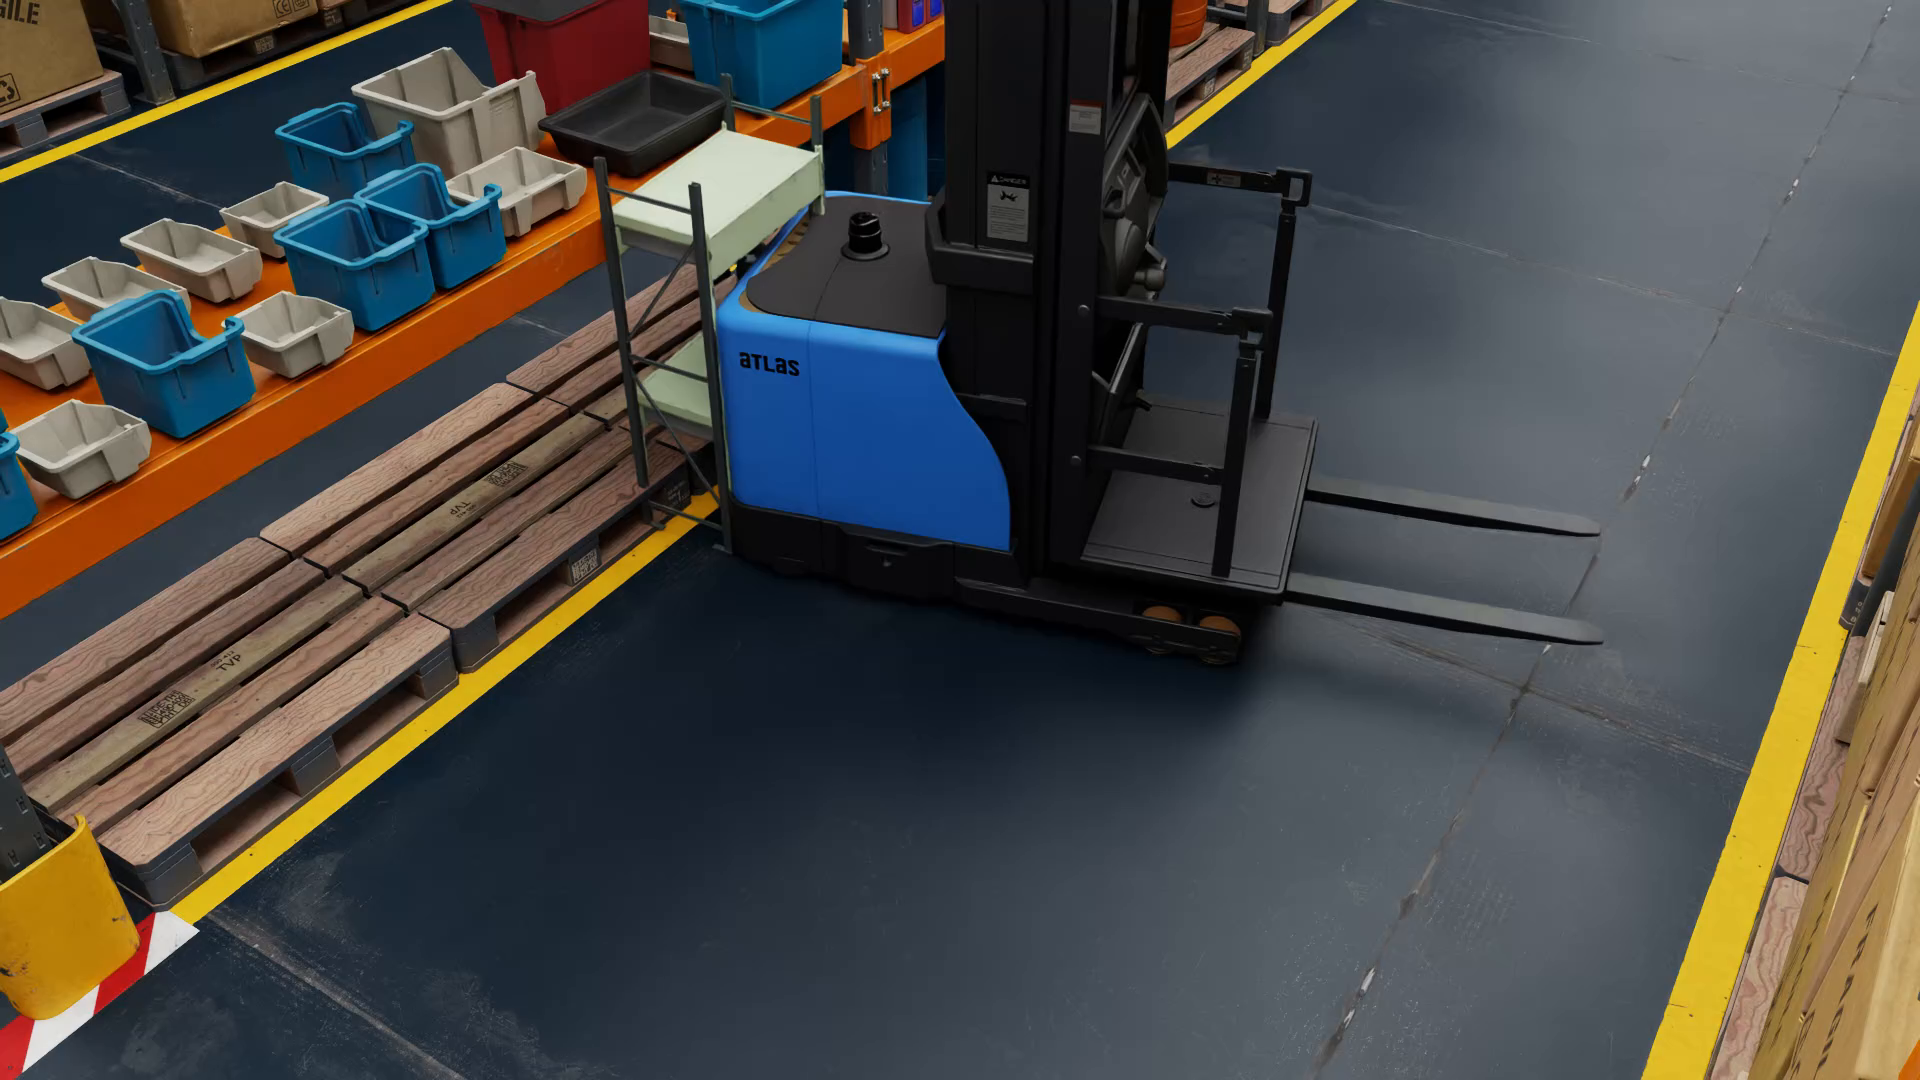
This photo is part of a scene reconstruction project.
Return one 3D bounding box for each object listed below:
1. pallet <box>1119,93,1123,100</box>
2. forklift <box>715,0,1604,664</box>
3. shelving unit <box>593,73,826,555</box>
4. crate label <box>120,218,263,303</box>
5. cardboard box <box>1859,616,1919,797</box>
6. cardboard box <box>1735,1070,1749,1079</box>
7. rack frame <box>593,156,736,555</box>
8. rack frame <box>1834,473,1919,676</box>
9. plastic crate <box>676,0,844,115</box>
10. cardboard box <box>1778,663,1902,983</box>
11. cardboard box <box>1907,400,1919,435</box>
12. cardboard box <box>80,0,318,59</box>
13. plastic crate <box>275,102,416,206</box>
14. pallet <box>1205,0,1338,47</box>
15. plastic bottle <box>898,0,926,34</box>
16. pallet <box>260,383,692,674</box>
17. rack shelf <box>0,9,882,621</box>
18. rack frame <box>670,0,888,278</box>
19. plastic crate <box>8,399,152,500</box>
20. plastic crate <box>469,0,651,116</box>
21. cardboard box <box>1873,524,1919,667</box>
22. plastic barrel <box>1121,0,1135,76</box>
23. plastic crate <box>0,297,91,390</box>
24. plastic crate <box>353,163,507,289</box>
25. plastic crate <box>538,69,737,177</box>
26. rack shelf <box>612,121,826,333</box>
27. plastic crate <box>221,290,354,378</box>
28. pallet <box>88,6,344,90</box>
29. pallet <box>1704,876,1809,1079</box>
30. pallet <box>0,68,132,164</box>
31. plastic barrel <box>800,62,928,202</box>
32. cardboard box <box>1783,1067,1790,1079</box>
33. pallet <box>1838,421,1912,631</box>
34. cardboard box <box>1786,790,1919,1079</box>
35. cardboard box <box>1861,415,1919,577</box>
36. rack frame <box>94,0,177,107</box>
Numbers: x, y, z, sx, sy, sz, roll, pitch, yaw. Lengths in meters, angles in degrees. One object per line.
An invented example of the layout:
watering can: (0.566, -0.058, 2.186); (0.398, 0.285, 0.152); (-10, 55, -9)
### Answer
pallet: (0.347, -2.129, 8.838); (1.003, 0.211, 1.213); (21, 42, 25)
forklift: (0.745, -1.098, 5.273); (3.031, 2.935, 1.130); (10, 39, 13)
shelving unit: (-0.836, -0.794, 5.993); (0.431, 1.500, 0.755); (19, 43, 20)
crate label: (-2.317, -0.851, 5.063); (0.396, 0.136, 0.243); (21, 42, 25)
cardboard box: (1.833, 0.182, 2.656); (0.500, 0.500, 0.500); (22, 43, 26)
cardboard box: (1.901, 1.541, 3.686); (0.500, 0.250, 0.500); (21, 42, 25)
rack frame: (-1.003, -0.589, 5.739); (0.400, 1.500, 0.023); (19, 43, 20)
rack frame: (3.426, -0.595, 4.565); (1.000, 3.000, 0.127); (21, 42, 25)
plastic crate: (-0.716, -1.883, 6.199); (0.392, 0.384, 0.575); (21, 42, 25)
cardboard box: (1.840, 0.583, 2.955); (0.500, 0.500, 0.500); (22, 43, 25)
cardboard box: (3.990, -0.638, 6.308); (0.500, 0.500, 0.500); (22, 43, 26)
cardboard box: (-4.610, -3.499, 9.728); (1.225, 0.875, 0.875); (21, 42, 25)
plastic crate: (-2.013, -1.255, 5.510); (0.416, 0.233, 0.300); (21, 42, 25)
pallet: (1.837, -3.562, 10.698); (1.003, 0.211, 1.213); (21, 42, 25)
plastic bottle: (-0.198, -2.221, 6.769); (0.061, 0.283, 0.133); (21, 42, 25)
pallet: (-1.768, -0.090, 6.194); (1.003, 0.211, 1.213); (21, 42, 25)
rack shelf: (-1.826, -0.902, 5.552); (1.077, 0.370, 4.000); (21, 42, 25)
rack frame: (-0.754, -2.217, 6.670); (1.000, 3.000, 0.127); (21, 42, 25)
plastic crate: (-2.245, -0.233, 4.262); (0.250, 0.136, 0.298); (21, 42, 25)
plastic crate: (-1.444, -1.888, 6.141); (0.402, 0.464, 0.583); (21, 42, 25)
cardboard box: (2.382, 0.061, 3.632); (0.500, 0.500, 0.500); (21, 42, 25)
plastic barrel: (0.914, -2.882, 9.226); (0.421, 0.512, 0.421); (0, 38, 0)
plastic crate: (-2.613, -0.554, 4.679); (0.396, 0.136, 0.243); (21, 42, 25)
plastic crate: (-1.621, -0.966, 5.134); (0.416, 0.233, 0.300); (21, 42, 25)
plastic crate: (-1.127, -1.467, 5.873); (0.437, 0.125, 0.590); (21, 42, 25)
rack shelf: (-0.831, -1.095, 5.745); (0.431, 0.370, 0.720); (19, 43, 20)
plastic crate: (-1.882, -0.582, 4.715); (0.250, 0.136, 0.298); (21, 42, 25)
pallet: (-4.587, -3.156, 10.171); (1.003, 0.211, 1.213); (21, 42, 25)
pallet: (2.405, 1.494, 4.139); (1.003, 0.211, 1.213); (21, 42, 25)
pallet: (-5.410, -2.367, 9.147); (1.003, 0.211, 1.213); (21, 42, 25)
plastic barrel: (-0.448, -1.828, 7.539); (0.600, 0.901, 0.708); (21, 42, 25)
cardboard box: (1.293, 1.107, 2.275); (0.500, 0.500, 0.500); (23, 43, 26)
pallet: (3.830, 0.077, 5.977); (1.003, 0.211, 1.213); (21, 42, 25)
cardboard box: (1.290, 0.712, 1.969); (0.500, 0.500, 0.500); (21, 42, 25)
cardboard box: (3.449, -0.128, 5.646); (0.500, 0.500, 0.500); (21, 42, 25)
rack frame: (-4.936, -3.838, 8.771); (1.000, 3.000, 0.127); (21, 42, 25)
